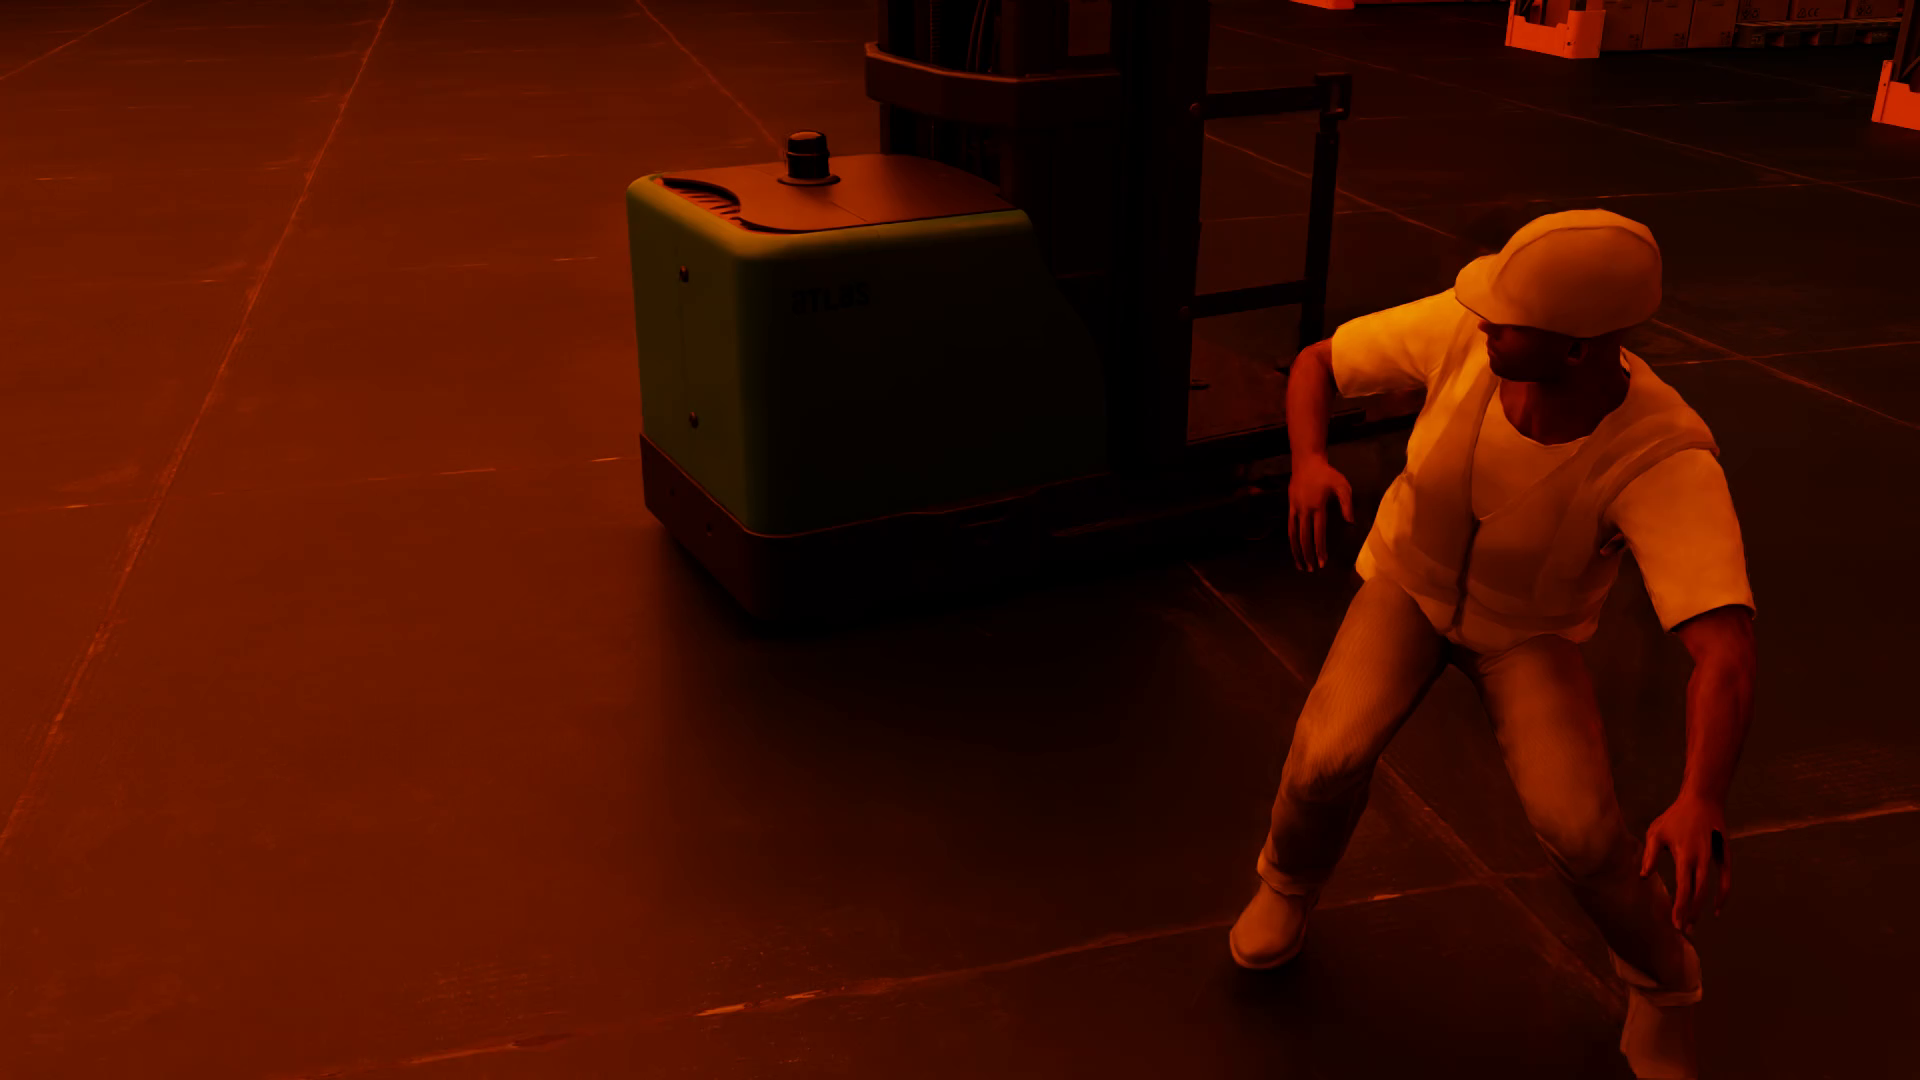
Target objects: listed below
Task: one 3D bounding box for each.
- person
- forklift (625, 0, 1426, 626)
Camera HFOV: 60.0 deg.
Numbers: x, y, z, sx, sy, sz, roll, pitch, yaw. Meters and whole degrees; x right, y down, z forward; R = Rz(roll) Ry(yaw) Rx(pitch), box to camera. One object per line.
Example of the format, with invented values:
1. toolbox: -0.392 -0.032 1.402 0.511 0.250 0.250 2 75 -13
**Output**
1. person: 0.873 0.201 2.745 0.872 1.520 0.863 12 26 25
2. forklift: 0.572 -1.516 4.871 3.031 2.935 1.130 -12 26 -26
